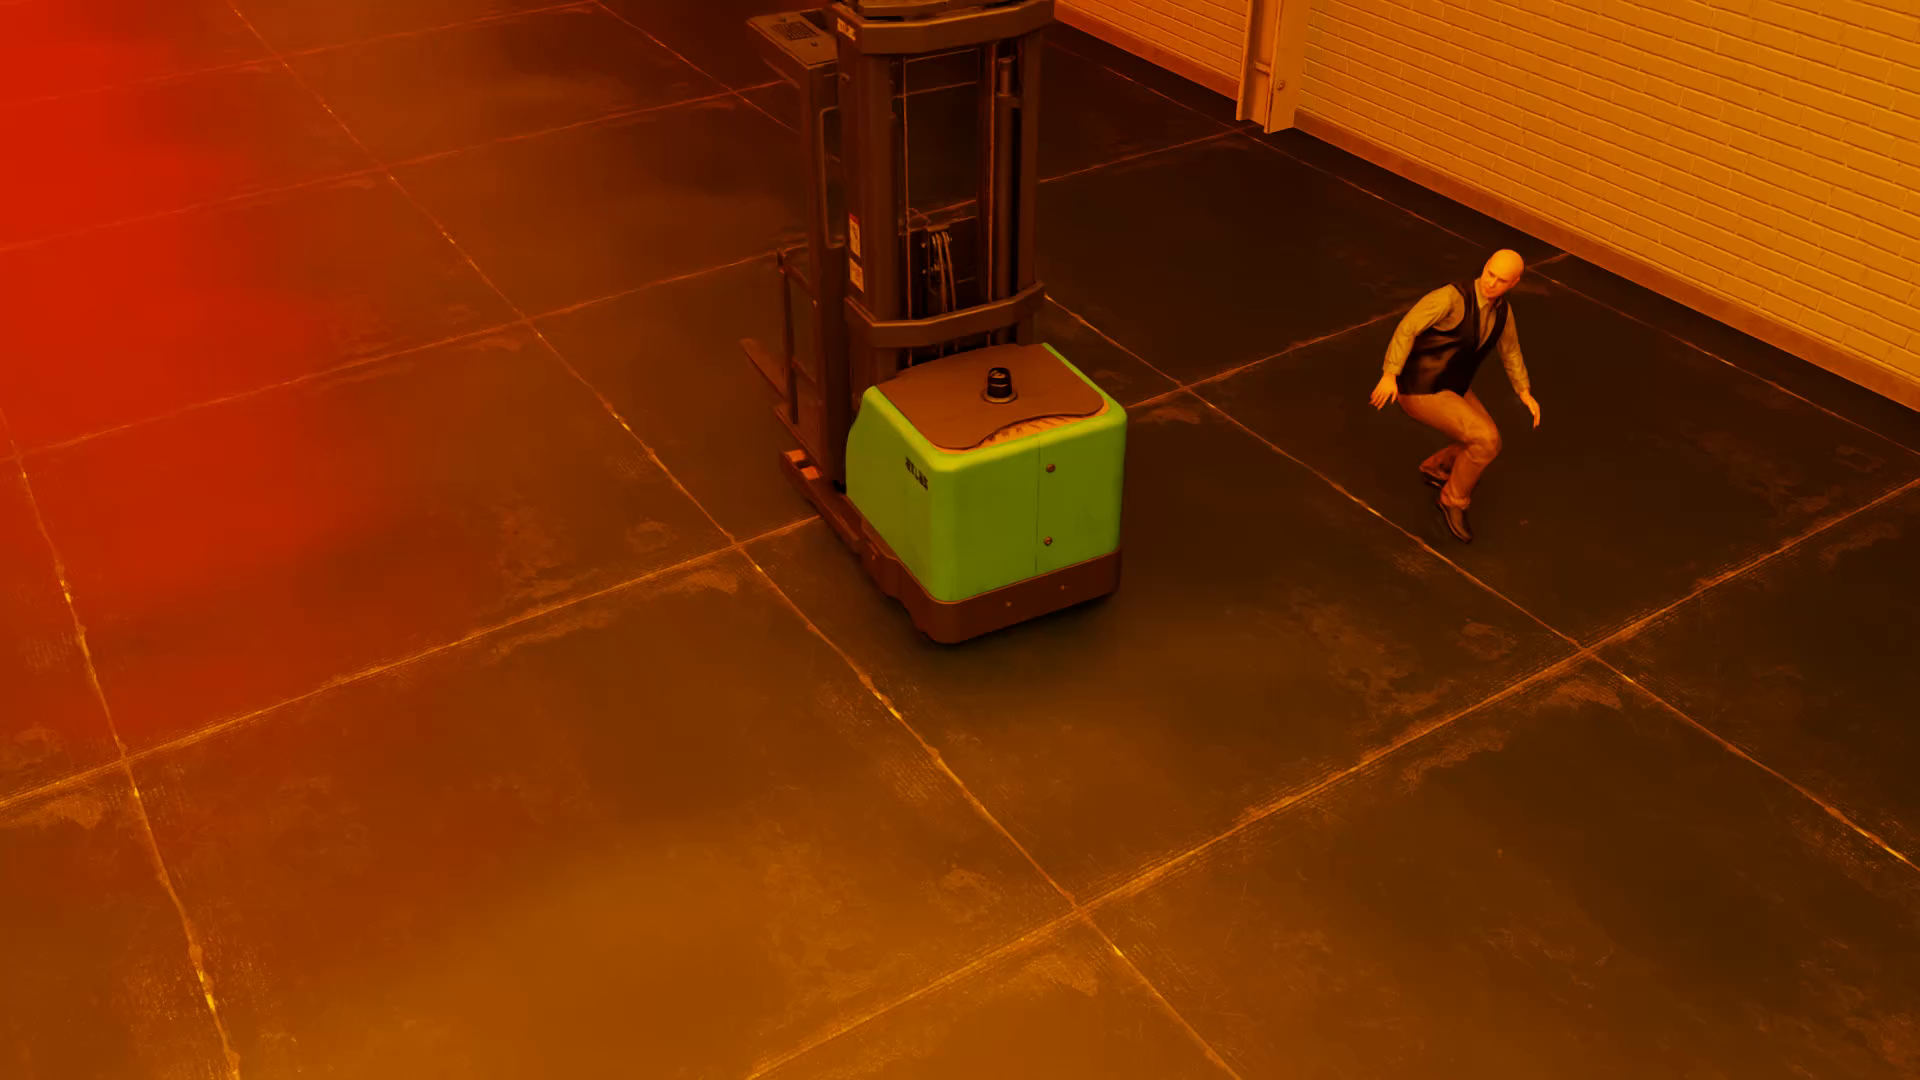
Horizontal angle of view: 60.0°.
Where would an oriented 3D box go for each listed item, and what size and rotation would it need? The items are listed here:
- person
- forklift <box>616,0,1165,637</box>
[{"bbox_3d":[3.154,-0.890,8.558,0.762,1.682,0.635,-17,39,-23],"label":"person"},{"bbox_3d":[-0.500,-1.399,8.138,3.031,2.935,1.130,22,41,28],"label":"forklift"}]
